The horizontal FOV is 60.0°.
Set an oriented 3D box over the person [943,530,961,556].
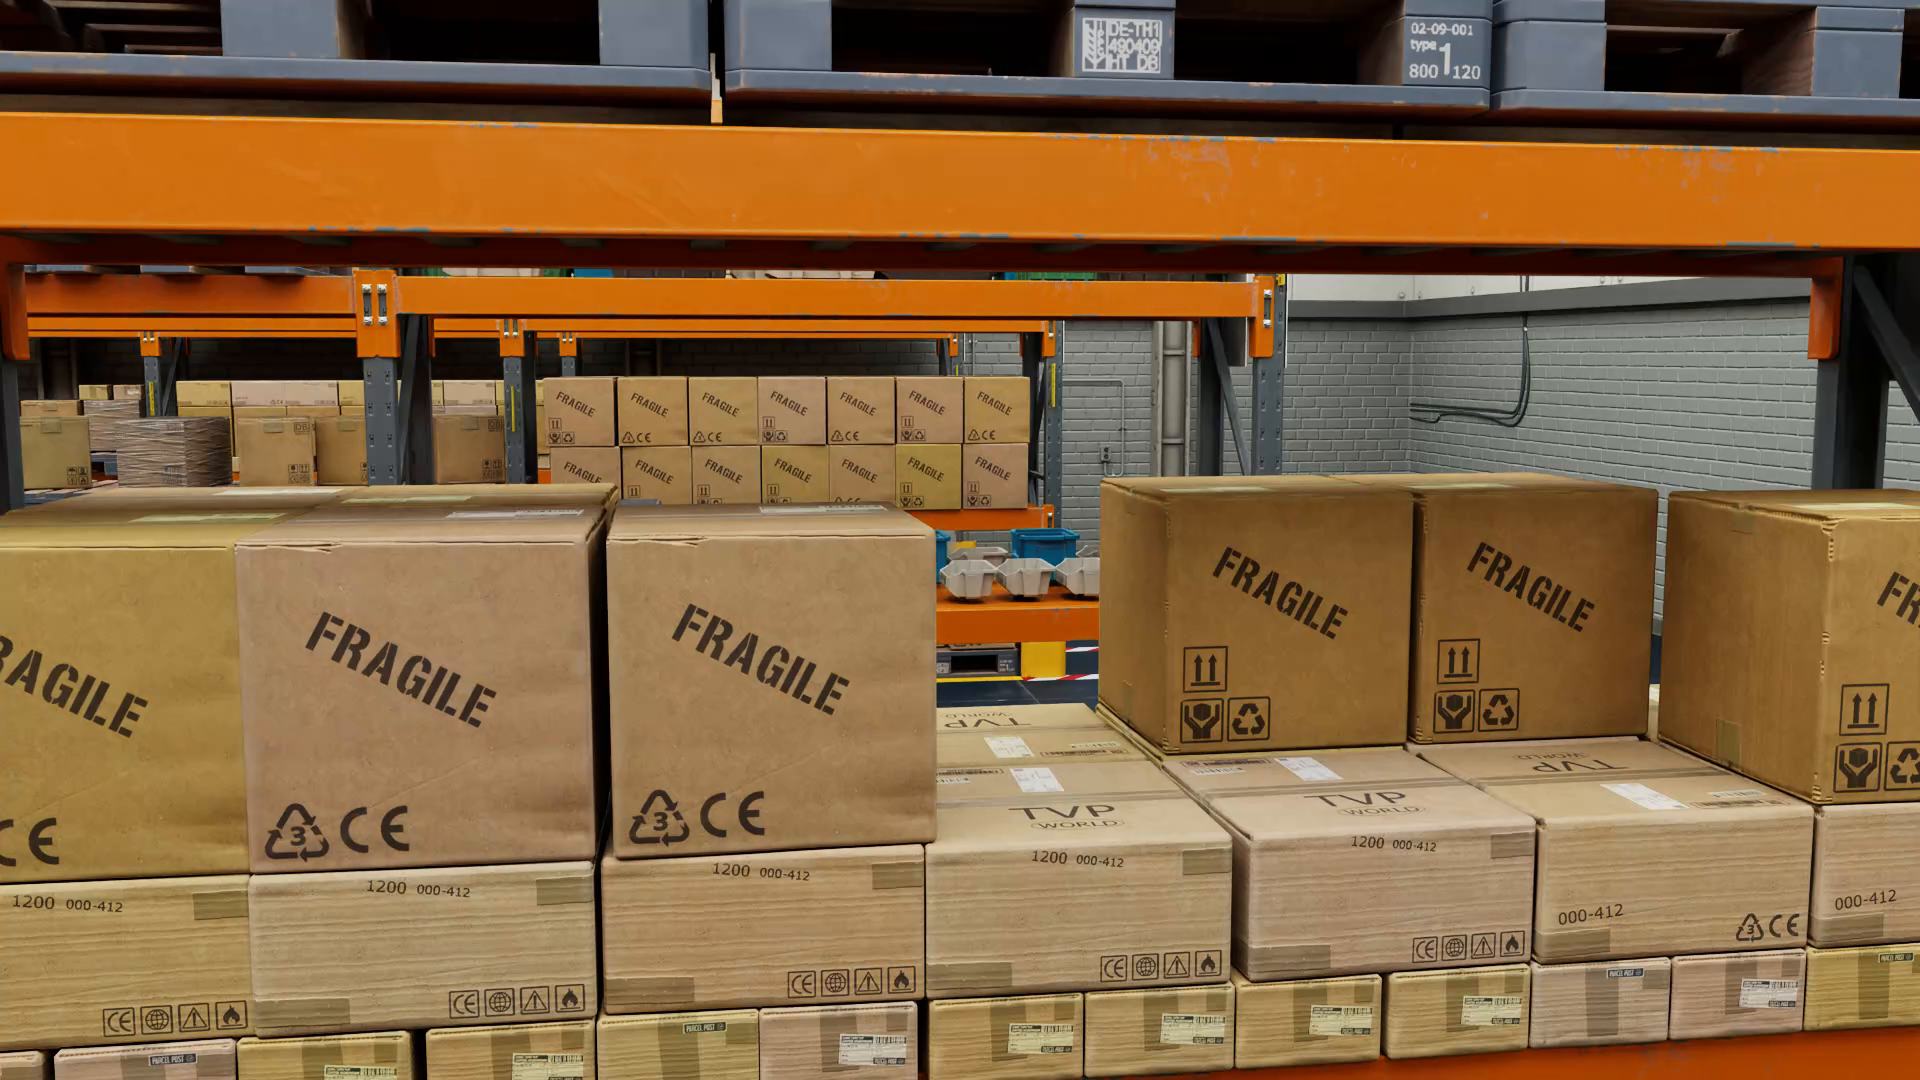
[{"bbox_3d":[-0.298,-0.081,14.776,0.623,1.783,0.597,-1,6,-5],"label":"person"}]
